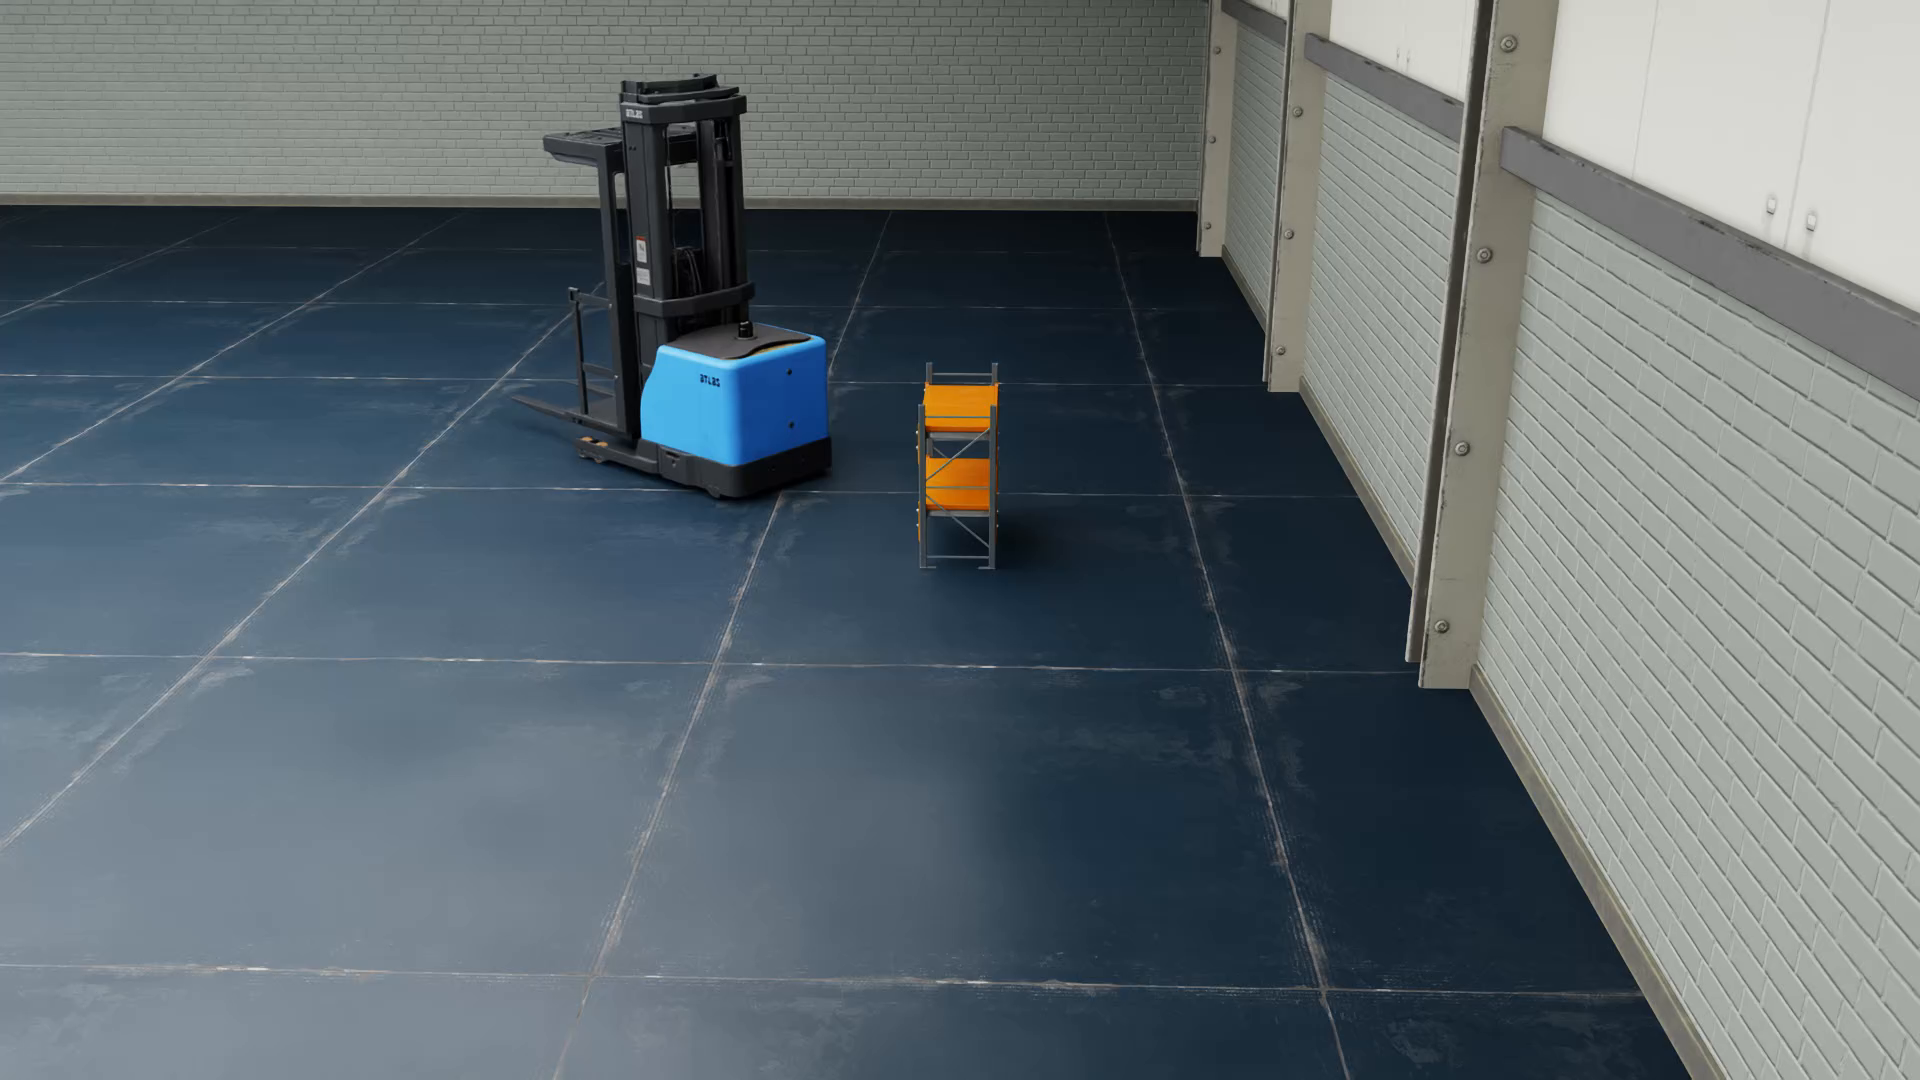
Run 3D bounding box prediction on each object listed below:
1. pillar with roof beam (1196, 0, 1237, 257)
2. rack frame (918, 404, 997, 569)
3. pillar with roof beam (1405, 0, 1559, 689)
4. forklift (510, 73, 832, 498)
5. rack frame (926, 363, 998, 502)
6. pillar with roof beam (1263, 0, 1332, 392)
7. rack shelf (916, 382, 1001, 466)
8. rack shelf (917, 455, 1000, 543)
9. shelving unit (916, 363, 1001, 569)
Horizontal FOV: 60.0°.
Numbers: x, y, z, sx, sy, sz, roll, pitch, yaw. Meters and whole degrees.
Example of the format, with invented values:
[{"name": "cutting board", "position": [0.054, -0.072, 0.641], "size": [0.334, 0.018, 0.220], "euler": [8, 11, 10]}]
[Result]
[{"name": "pillar with roof beam", "position": [-1.182, -7.817, 19.234], "size": [9.100, 9.000, 0.400], "euler": [1, 21, 2]}, {"name": "rack frame", "position": [-0.016, -0.338, 10.845], "size": [0.500, 1.125, 0.032], "euler": [1, 21, 2]}, {"name": "pillar with roof beam", "position": [-1.547, -3.478, 8.052], "size": [9.100, 9.000, 0.400], "euler": [1, 21, 2]}, {"name": "forklift", "position": [-2.433, -2.098, 12.884], "size": [3.031, 2.935, 1.130], "euler": [17, 27, 38]}, {"name": "rack frame", "position": [0.015, -0.706, 11.793], "size": [0.500, 1.125, 0.032], "euler": [1, 21, 2]}, {"name": "pillar with roof beam", "position": [-1.365, -5.647, 13.643], "size": [9.100, 9.000, 0.400], "euler": [1, 21, 2]}, {"name": "rack shelf", "position": [0.000, -0.795, 11.213], "size": [0.538, 0.278, 1.000], "euler": [1, 21, 2]}, {"name": "rack shelf", "position": [0.000, -0.294, 11.408], "size": [0.538, 0.278, 1.000], "euler": [1, 21, 2]}, {"name": "shelving unit", "position": [0.000, -0.522, 11.319], "size": [0.538, 1.125, 1.048], "euler": [1, 21, 2]}]
